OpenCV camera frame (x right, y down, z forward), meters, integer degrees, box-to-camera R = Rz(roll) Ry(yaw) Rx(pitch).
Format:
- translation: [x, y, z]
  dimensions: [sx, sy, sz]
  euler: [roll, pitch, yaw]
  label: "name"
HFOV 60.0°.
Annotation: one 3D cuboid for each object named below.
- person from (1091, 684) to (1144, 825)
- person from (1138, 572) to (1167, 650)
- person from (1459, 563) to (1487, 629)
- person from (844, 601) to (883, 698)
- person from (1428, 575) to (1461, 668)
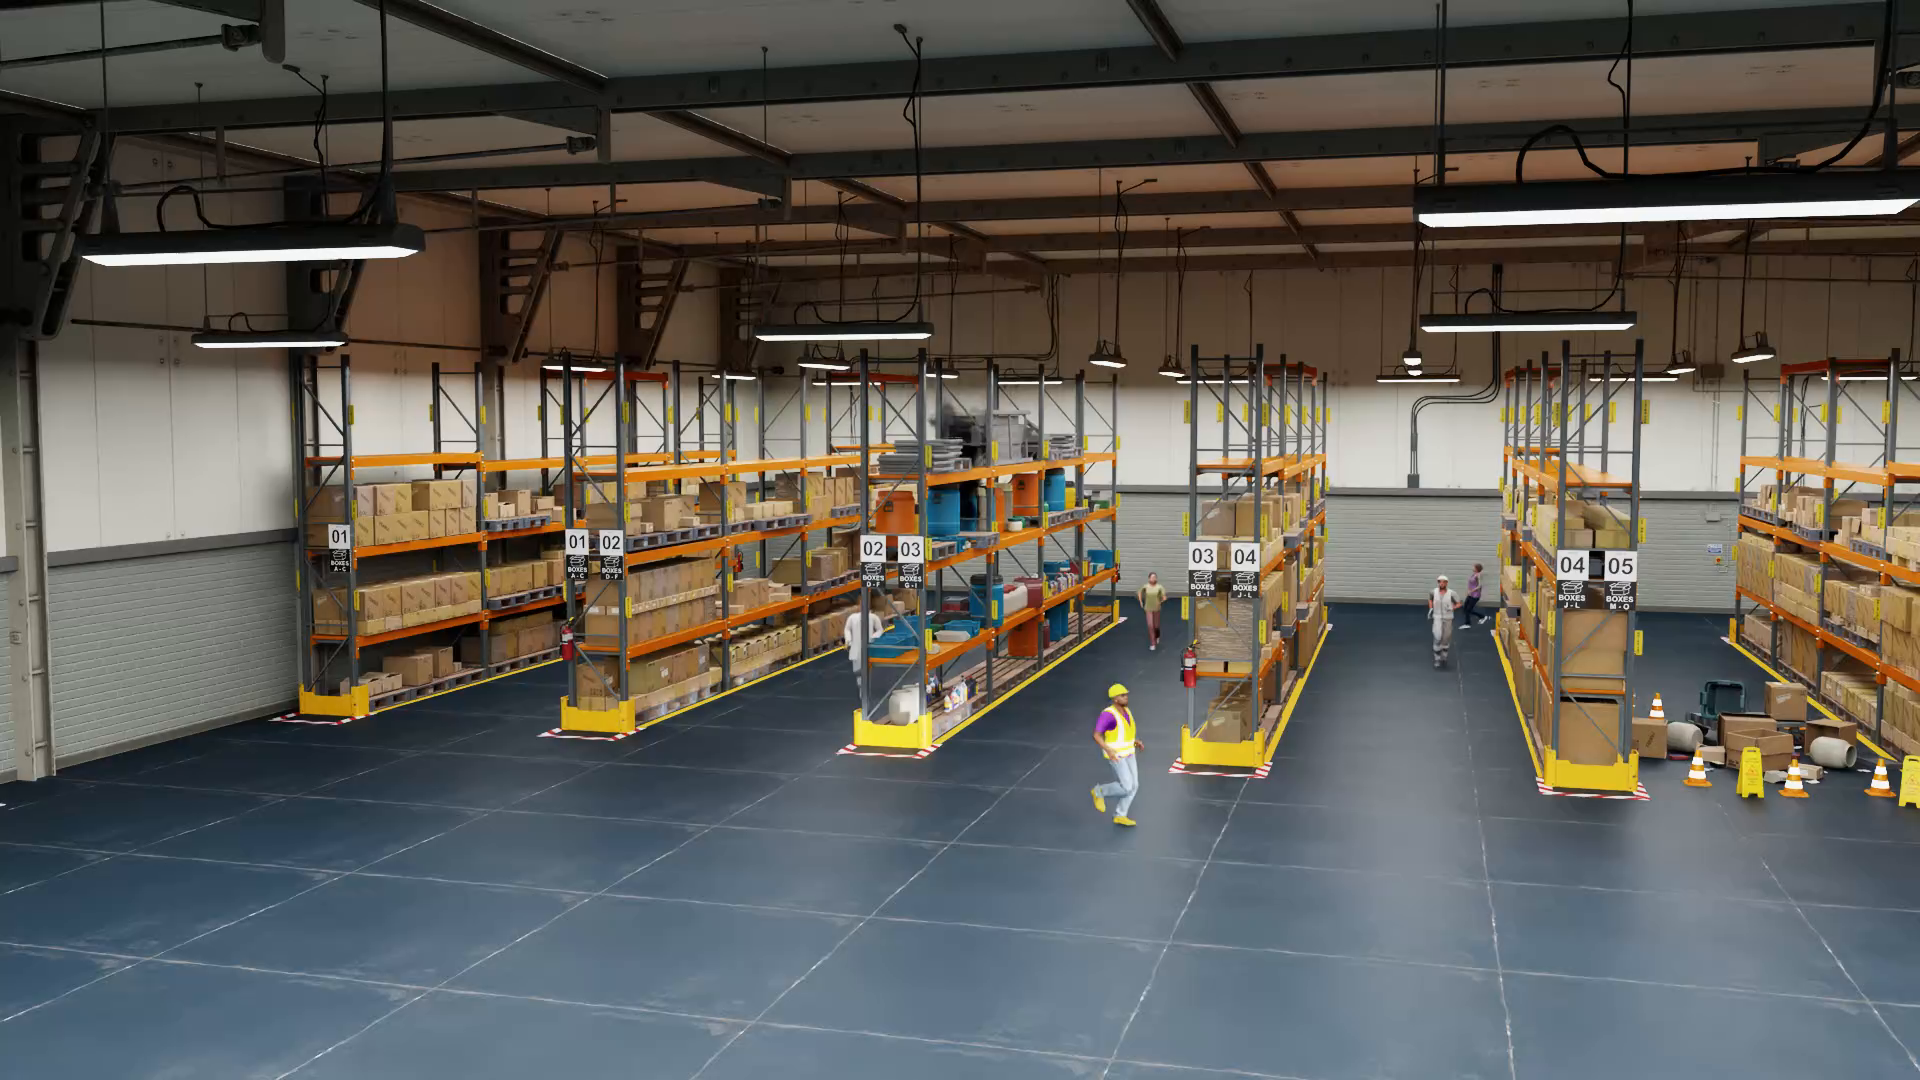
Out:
- translation: [1.921, 2.620, 20.379]
  dimensions: [0.589, 1.721, 0.702]
  euler: [3, 6, 39]
  label: "person"
- translation: [4.115, 1.507, 35.609]
  dimensions: [0.607, 1.638, 0.866]
  euler: [1, 4, 7]
  label: "person"
- translation: [12.049, 1.328, 38.921]
  dimensions: [0.649, 1.558, 0.589]
  euler: [0, 4, -1]
  label: "person"
- translation: [-1.724, 1.924, 29.646]
  dimensions: [0.709, 1.737, 0.640]
  euler: [0, 4, 4]
  label: "person"
- translation: [9.683, 1.616, 33.248]
  dimensions: [0.639, 1.840, 0.783]
  euler: [2, 5, 20]
  label: "person"
